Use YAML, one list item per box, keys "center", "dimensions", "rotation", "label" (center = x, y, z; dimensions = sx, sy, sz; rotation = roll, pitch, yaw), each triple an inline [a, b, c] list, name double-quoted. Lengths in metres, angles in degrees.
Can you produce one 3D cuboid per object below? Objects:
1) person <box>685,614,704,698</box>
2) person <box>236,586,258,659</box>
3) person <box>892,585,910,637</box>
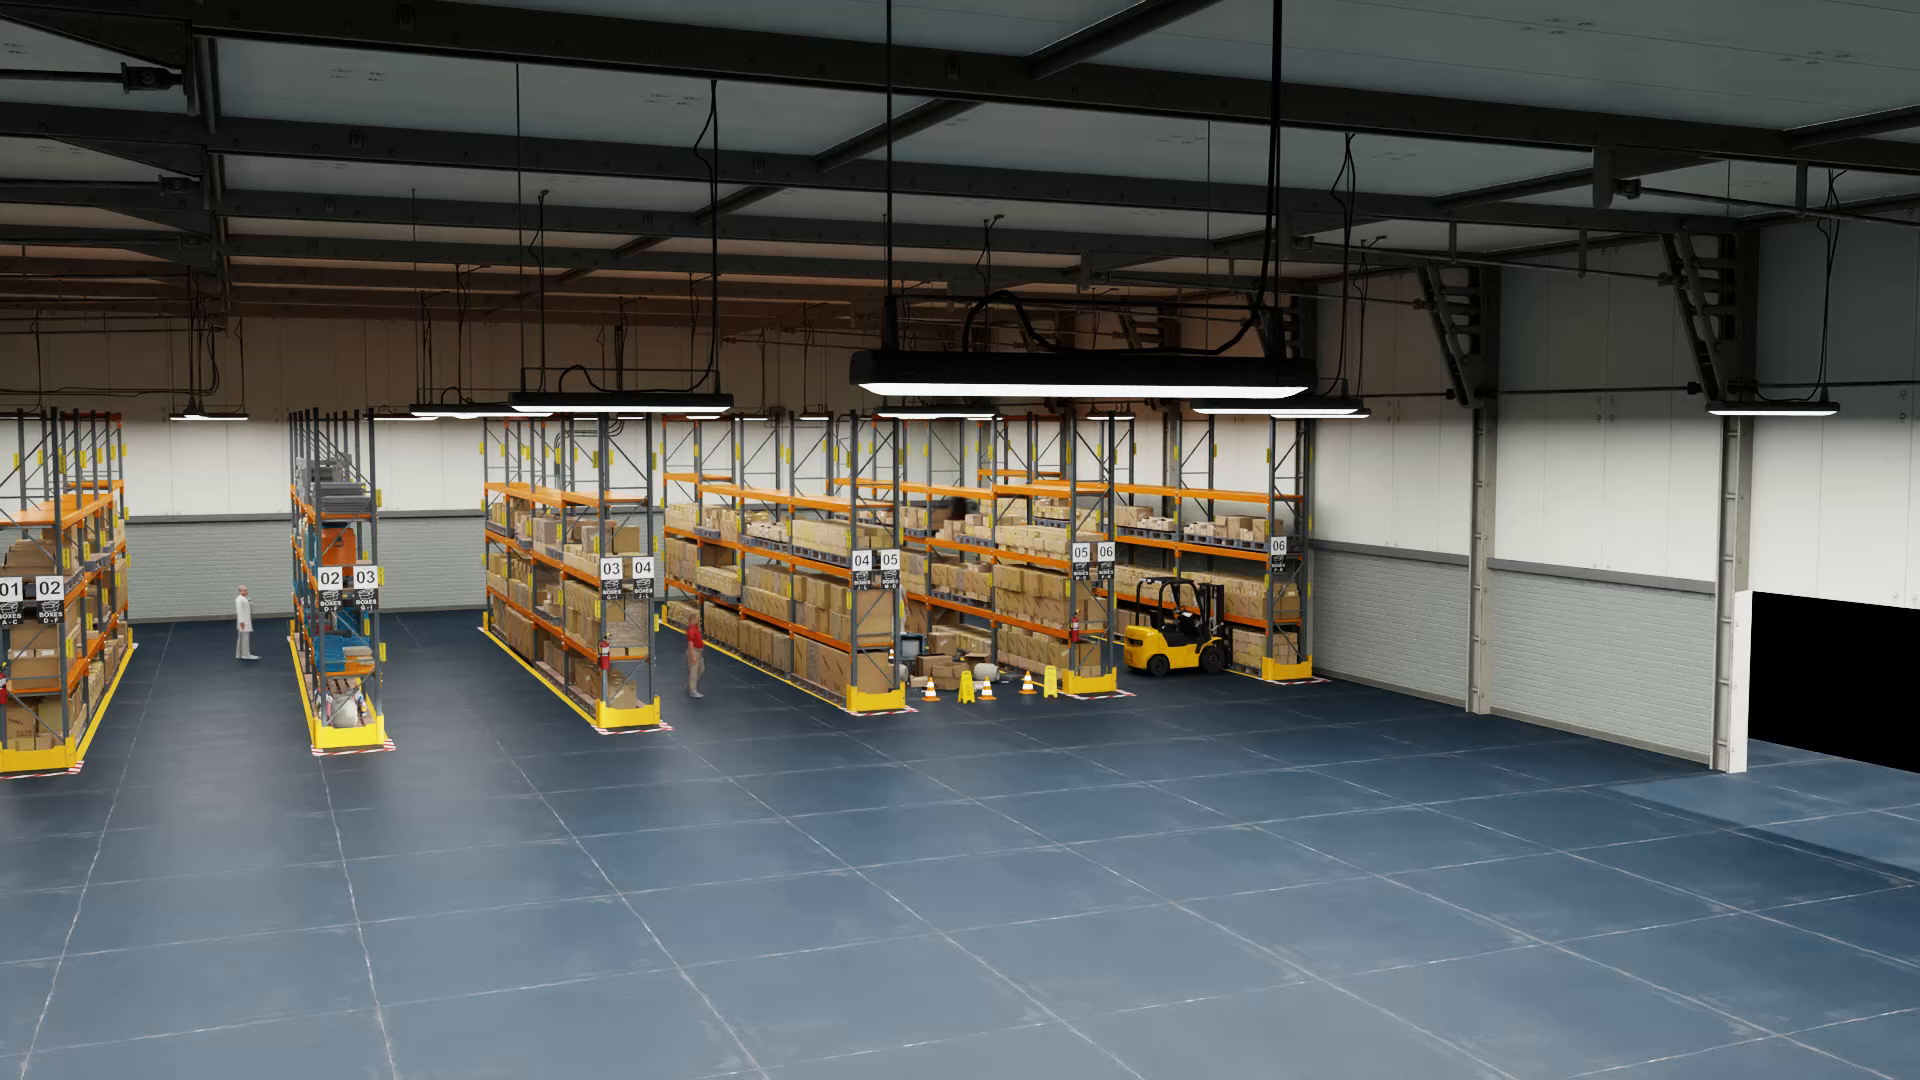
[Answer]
- center: [-5.589, 2.422, 34.909]
  dimensions: [0.492, 1.733, 0.605]
  rotation: [1, 4, 8]
  label: "person"
- center: [-17.409, 1.997, 40.530]
  dimensions: [0.500, 1.791, 0.592]
  rotation: [-2, 4, -24]
  label: "person"
- center: [-1.512, 1.694, 40.520]
  dimensions: [0.605, 1.785, 0.493]
  rotation: [1, 4, 8]
  label: "person"
